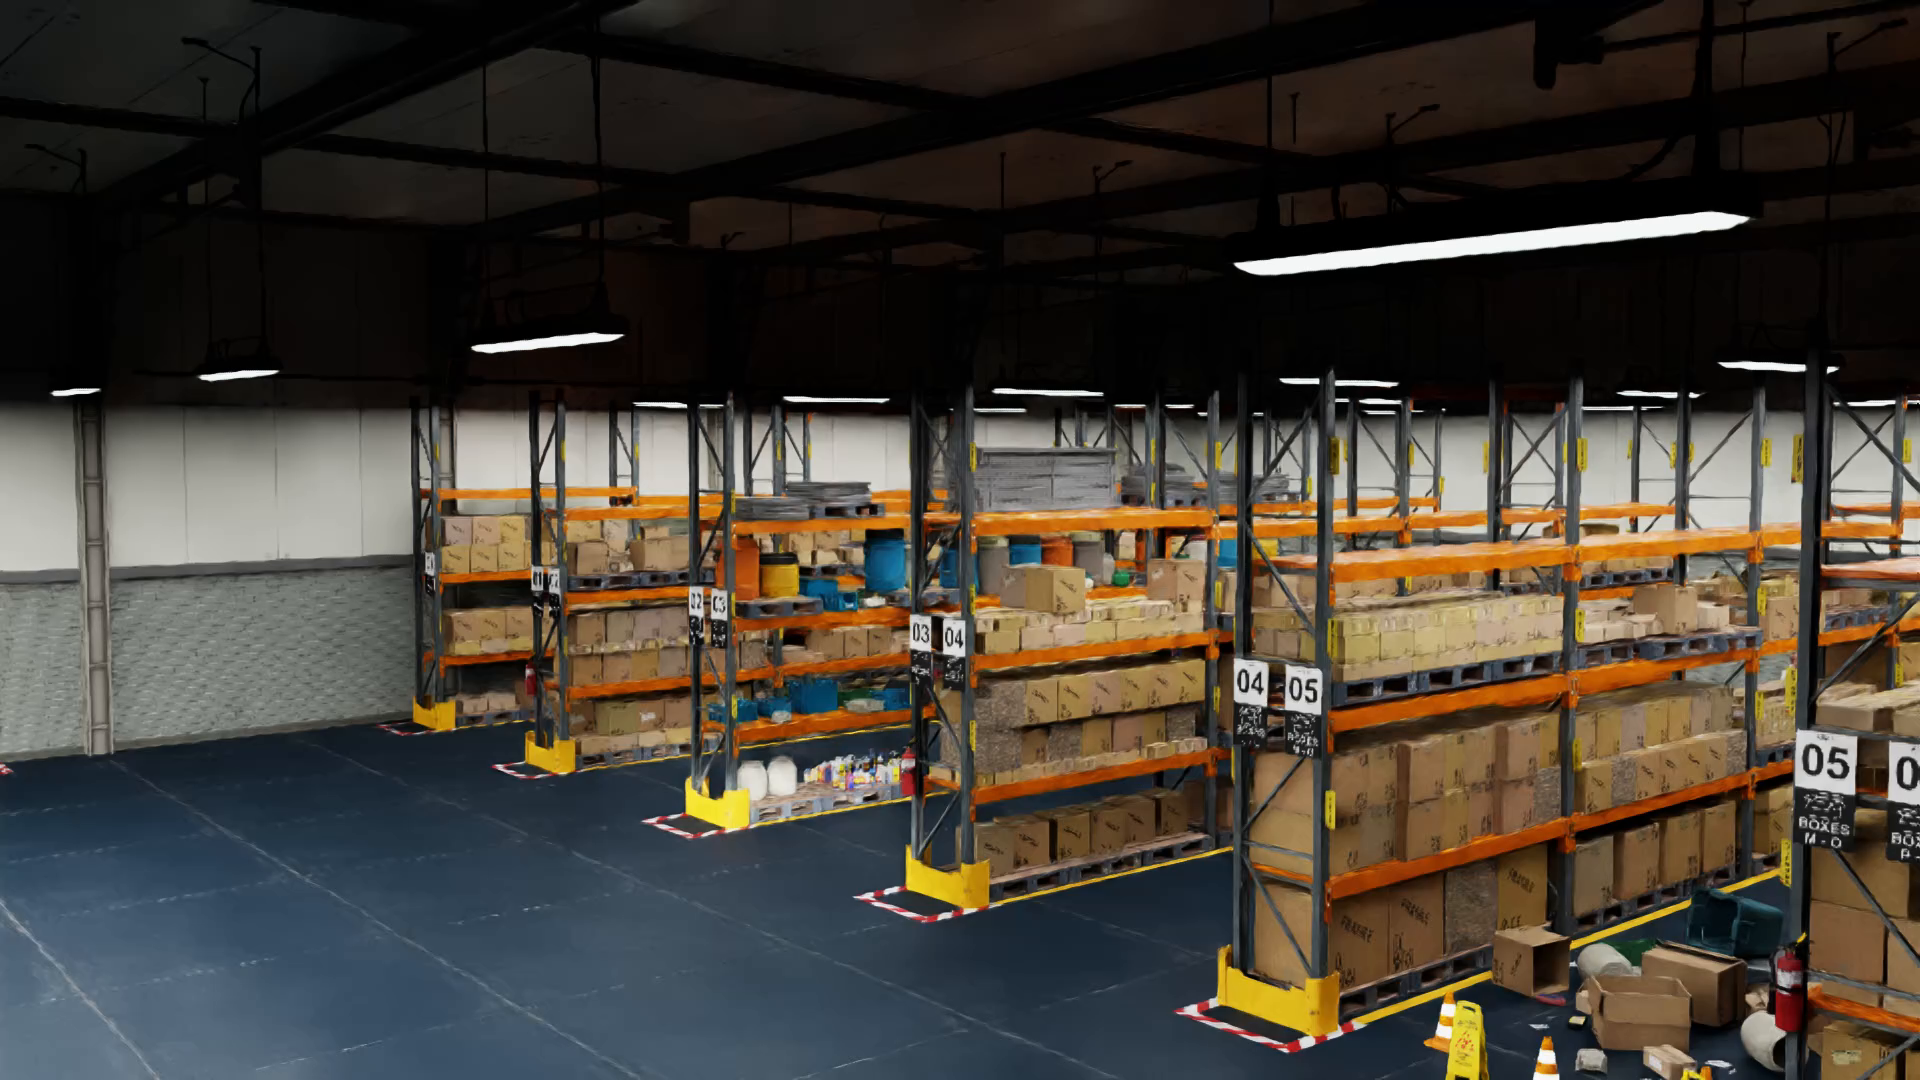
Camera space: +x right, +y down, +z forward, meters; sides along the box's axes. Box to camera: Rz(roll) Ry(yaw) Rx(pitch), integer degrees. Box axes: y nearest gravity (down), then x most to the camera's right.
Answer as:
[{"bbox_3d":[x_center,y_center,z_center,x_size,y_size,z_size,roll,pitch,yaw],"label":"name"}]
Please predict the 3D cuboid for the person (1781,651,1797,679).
[{"bbox_3d":[13.461,2.682,26.821,0.677,1.779,0.530,-2,4,-32],"label":"person"}]

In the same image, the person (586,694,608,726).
[{"bbox_3d":[-6.277,2.684,28.731,0.513,1.590,0.592,-3,5,-42],"label":"person"}]

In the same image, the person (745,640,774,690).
[{"bbox_3d":[-3.860,2.432,31.621,1.044,1.736,0.567,-3,4,-41],"label":"person"}]
